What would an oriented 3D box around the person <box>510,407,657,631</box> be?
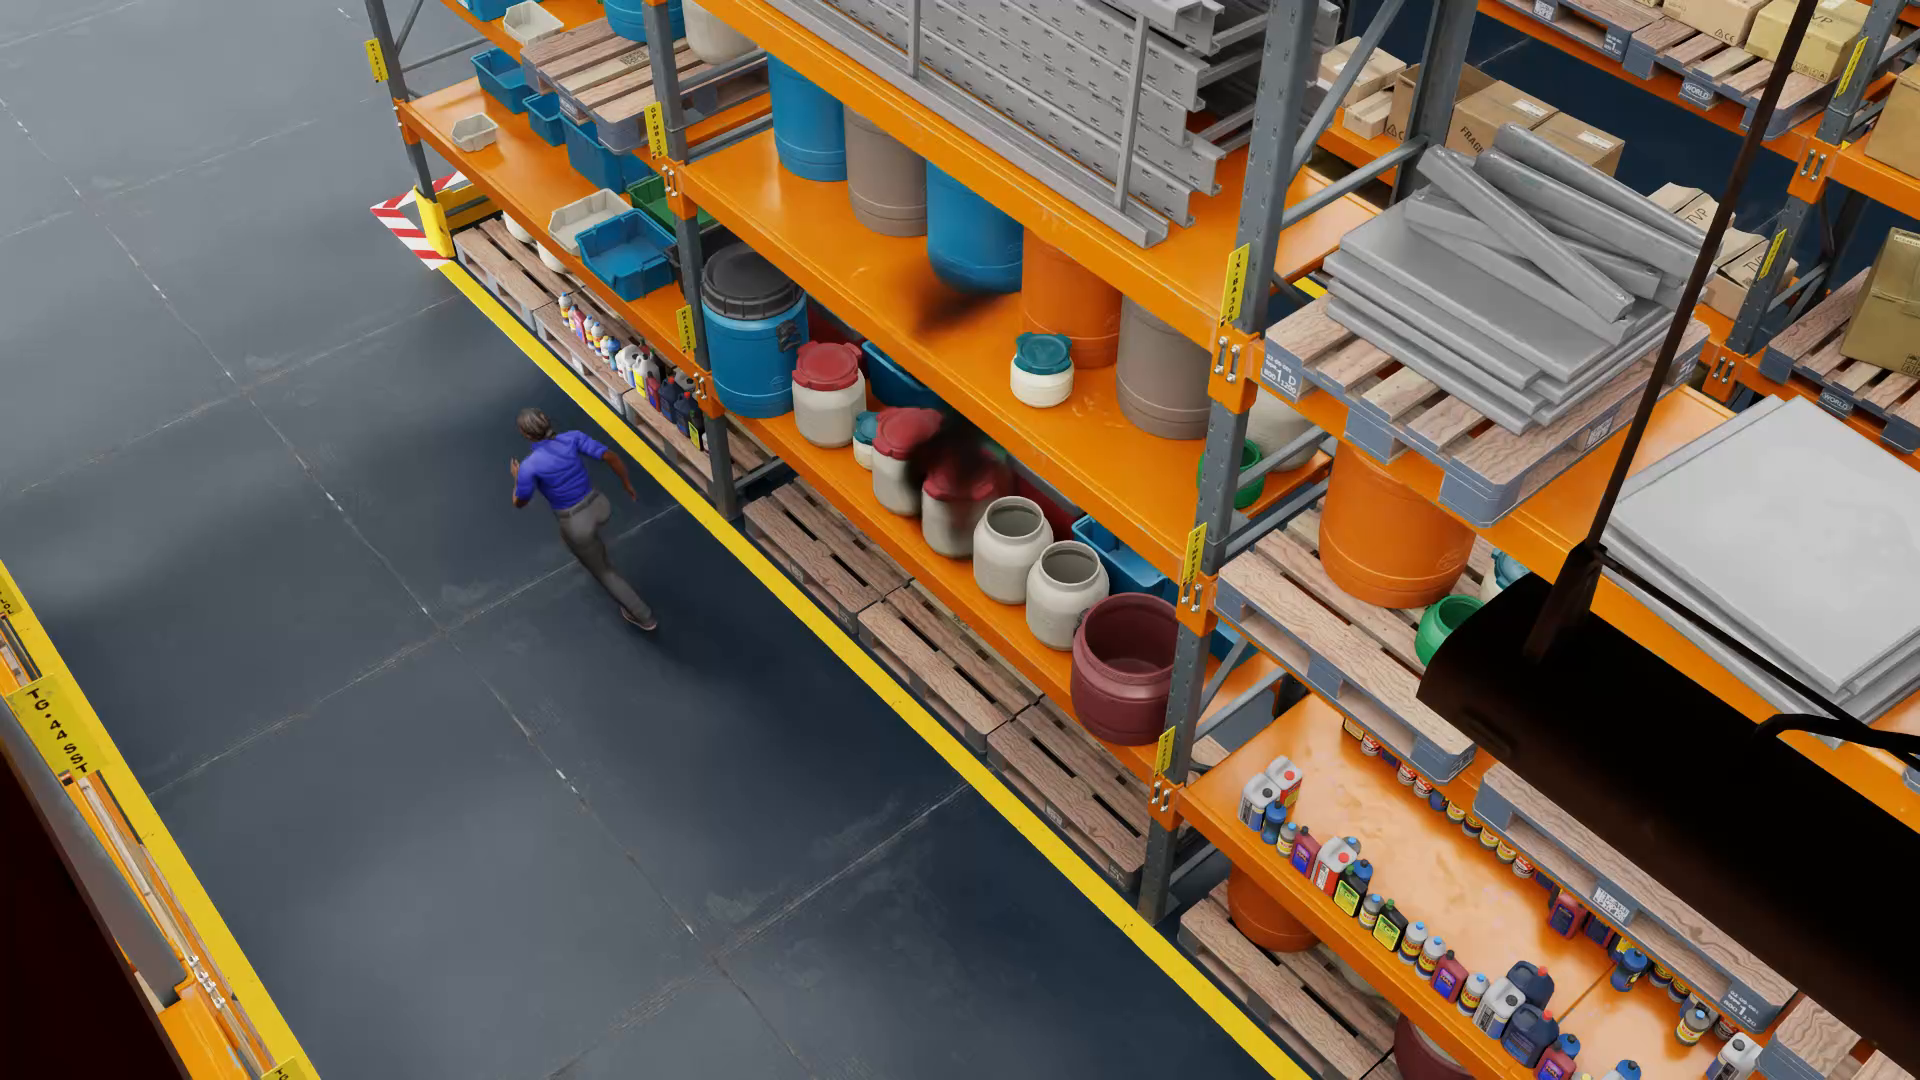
[{"bbox_3d":[-2.308,-0.162,10.047,0.966,1.523,0.595,28,53,24],"label":"person"}]
